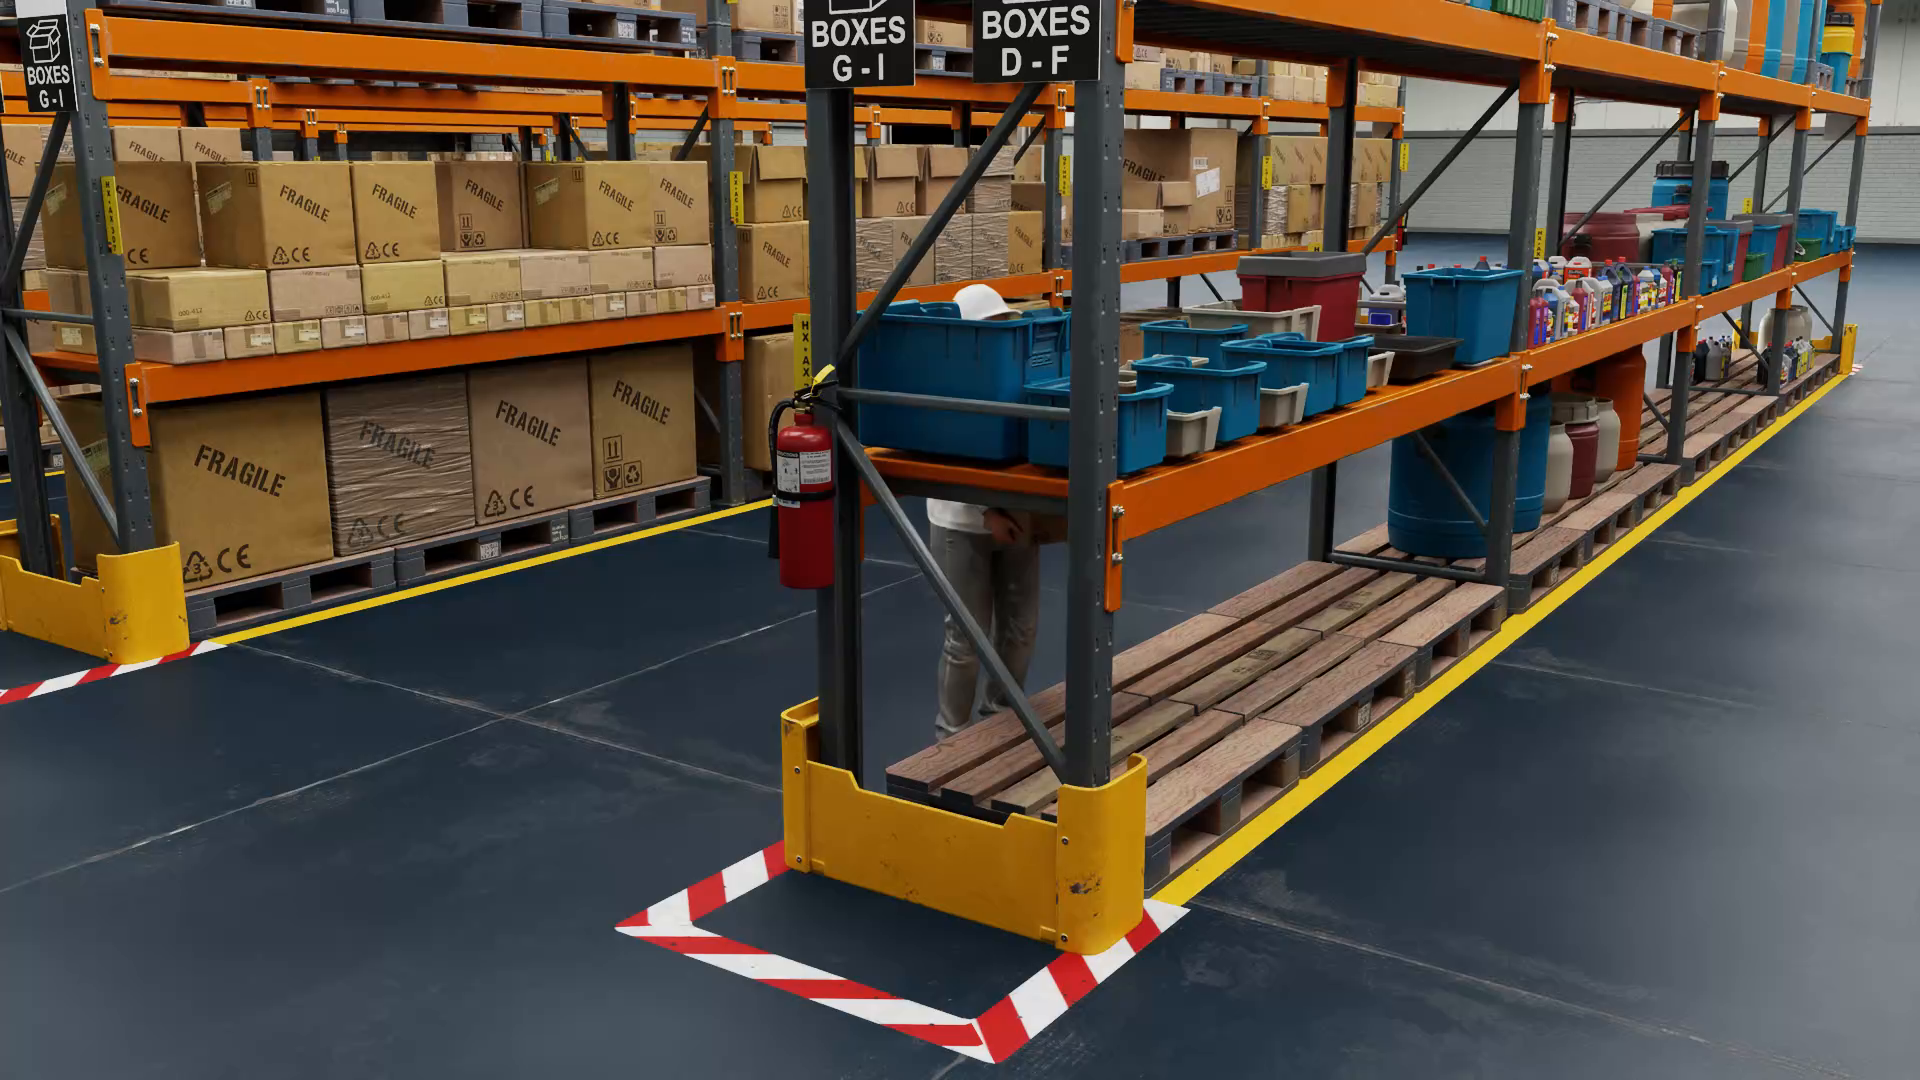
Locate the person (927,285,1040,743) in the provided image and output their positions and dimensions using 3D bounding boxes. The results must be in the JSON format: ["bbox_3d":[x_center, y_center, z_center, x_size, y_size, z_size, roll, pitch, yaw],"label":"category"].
[{"bbox_3d":[0.164,-0.041,6.122,0.494,1.762,0.563,-10,16,-37],"label":"person"}]
